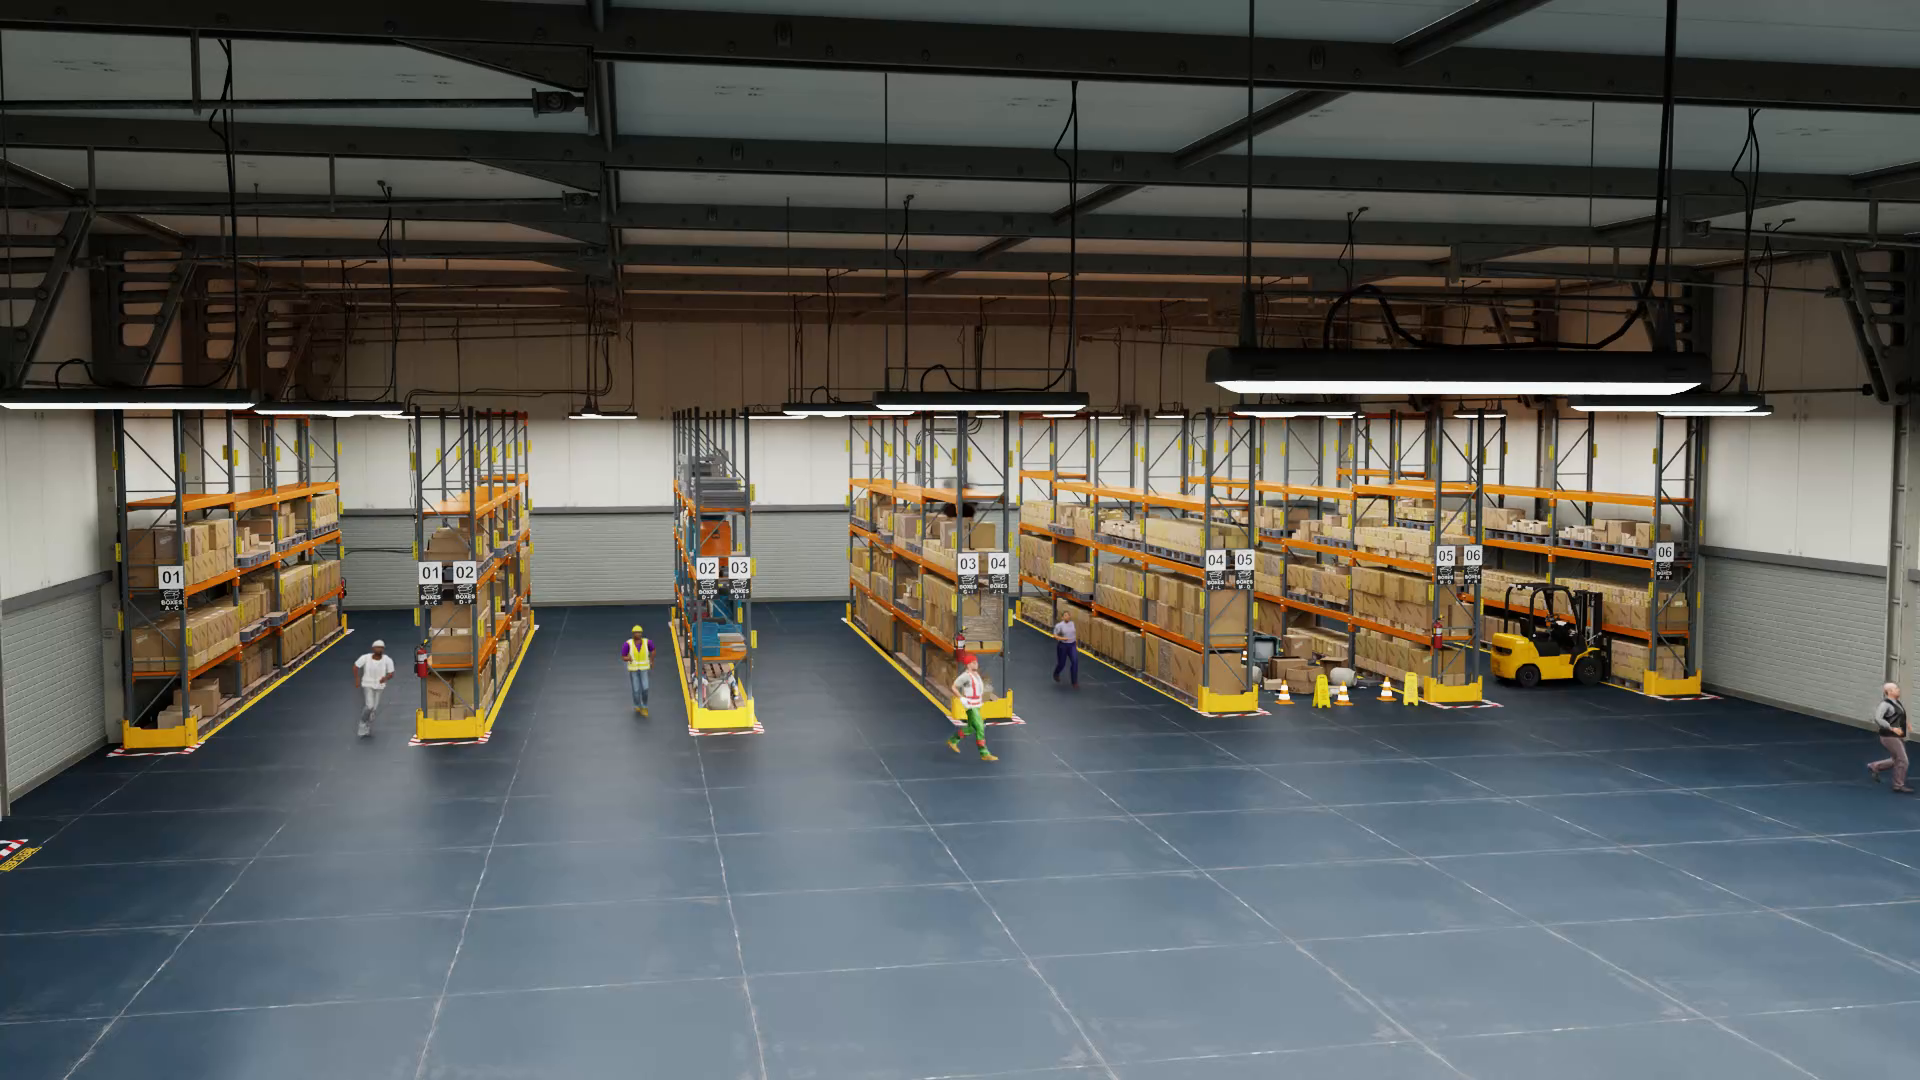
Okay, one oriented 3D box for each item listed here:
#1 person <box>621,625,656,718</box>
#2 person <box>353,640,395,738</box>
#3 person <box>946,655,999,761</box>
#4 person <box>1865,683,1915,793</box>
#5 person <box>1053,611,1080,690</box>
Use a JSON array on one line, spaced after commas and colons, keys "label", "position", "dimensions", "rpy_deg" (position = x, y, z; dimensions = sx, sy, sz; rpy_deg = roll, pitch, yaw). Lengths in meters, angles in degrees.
[{"label": "person", "position": [-6.242, 2.555, 32.312], "dimensions": [0.671, 1.806, 0.738], "rpy_deg": [-1, 4, -12]}, {"label": "person", "position": [-10.679, 2.704, 30.359], "dimensions": [0.687, 1.757, 0.658], "rpy_deg": [-3, 5, -32]}, {"label": "person", "position": [0.202, 2.814, 28.061], "dimensions": [1.000, 1.766, 0.663], "rpy_deg": [2, 4, 23]}, {"label": "person", "position": [14.406, 3.051, 25.739], "dimensions": [0.659, 1.686, 0.725], "rpy_deg": [-4, 6, -45]}, {"label": "person", "position": [2.300, 2.351, 35.923], "dimensions": [0.616, 1.663, 0.945], "rpy_deg": [-2, 4, -21]}]
